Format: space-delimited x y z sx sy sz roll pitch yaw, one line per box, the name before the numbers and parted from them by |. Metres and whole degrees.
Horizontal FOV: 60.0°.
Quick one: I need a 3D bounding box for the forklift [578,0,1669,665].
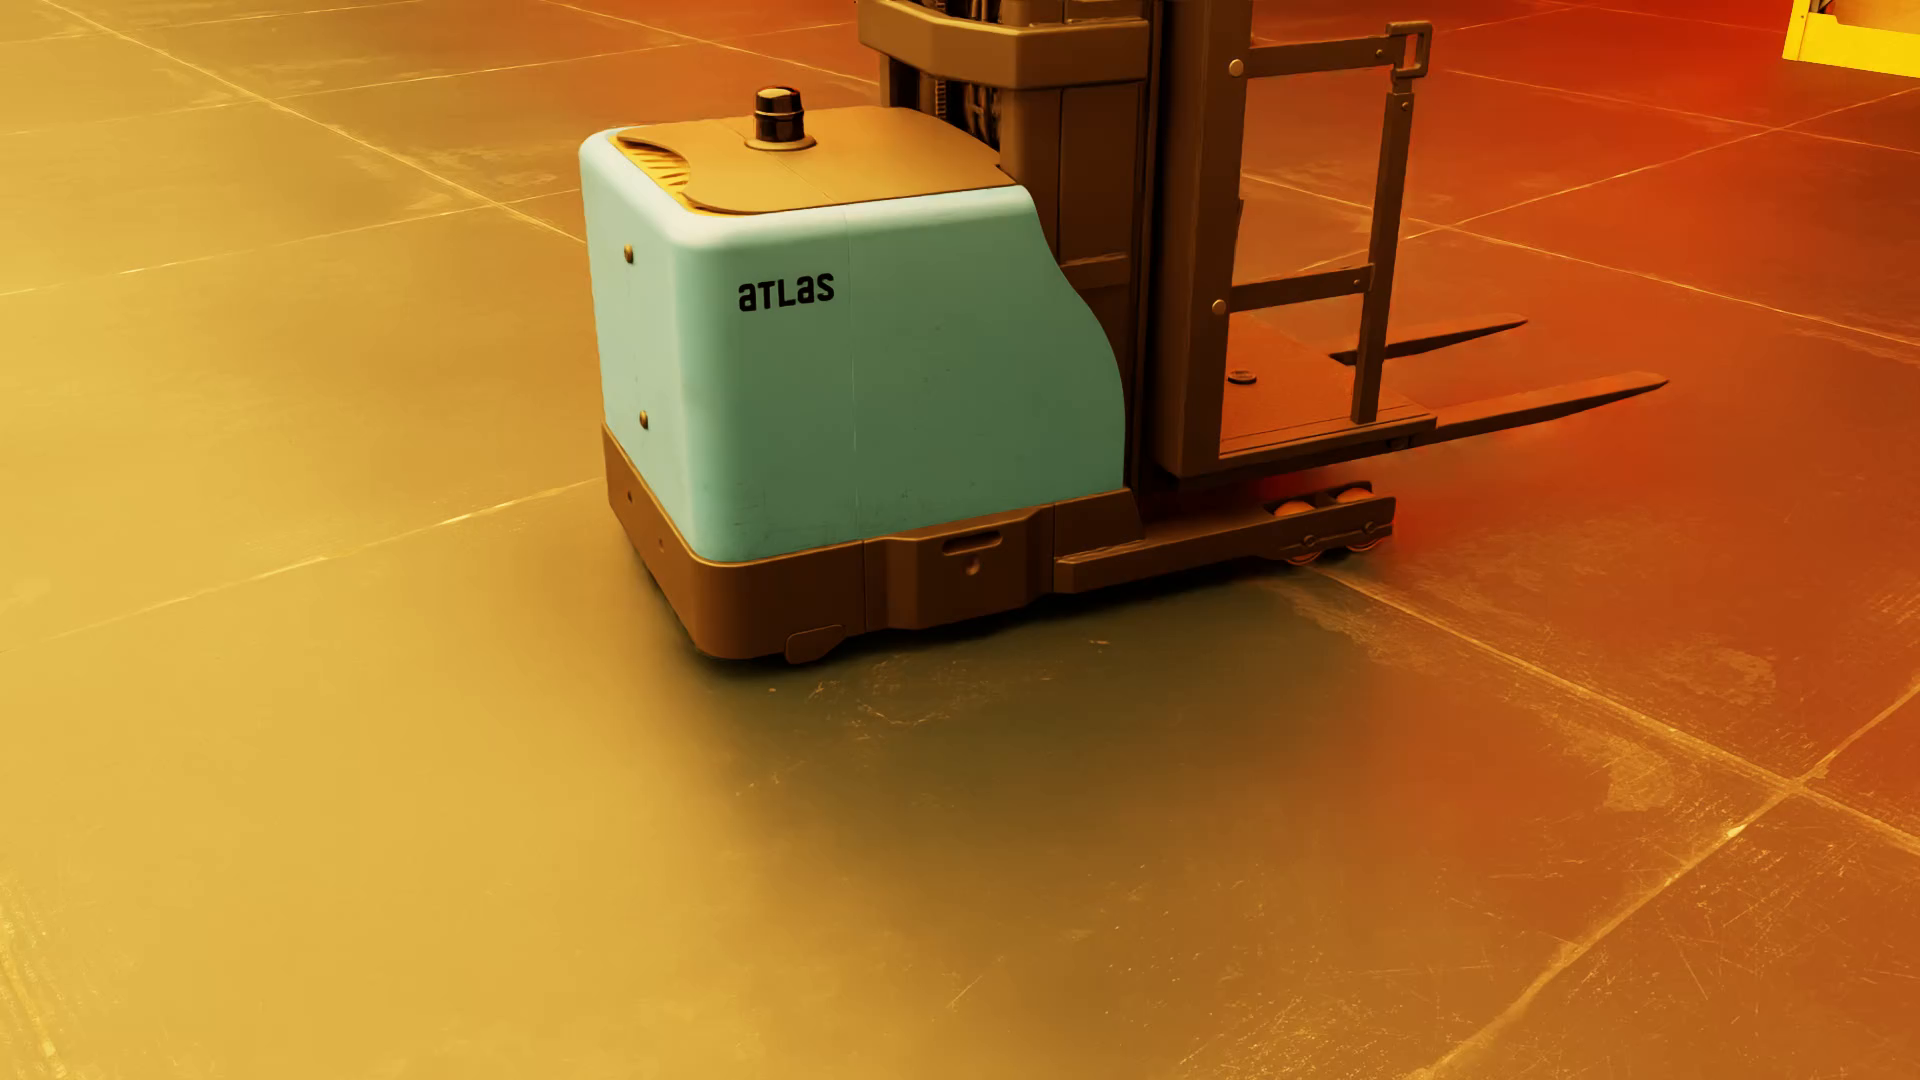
forklift | 0.600 -1.449 4.123 3.031 2.935 1.130 -11 29 -22
